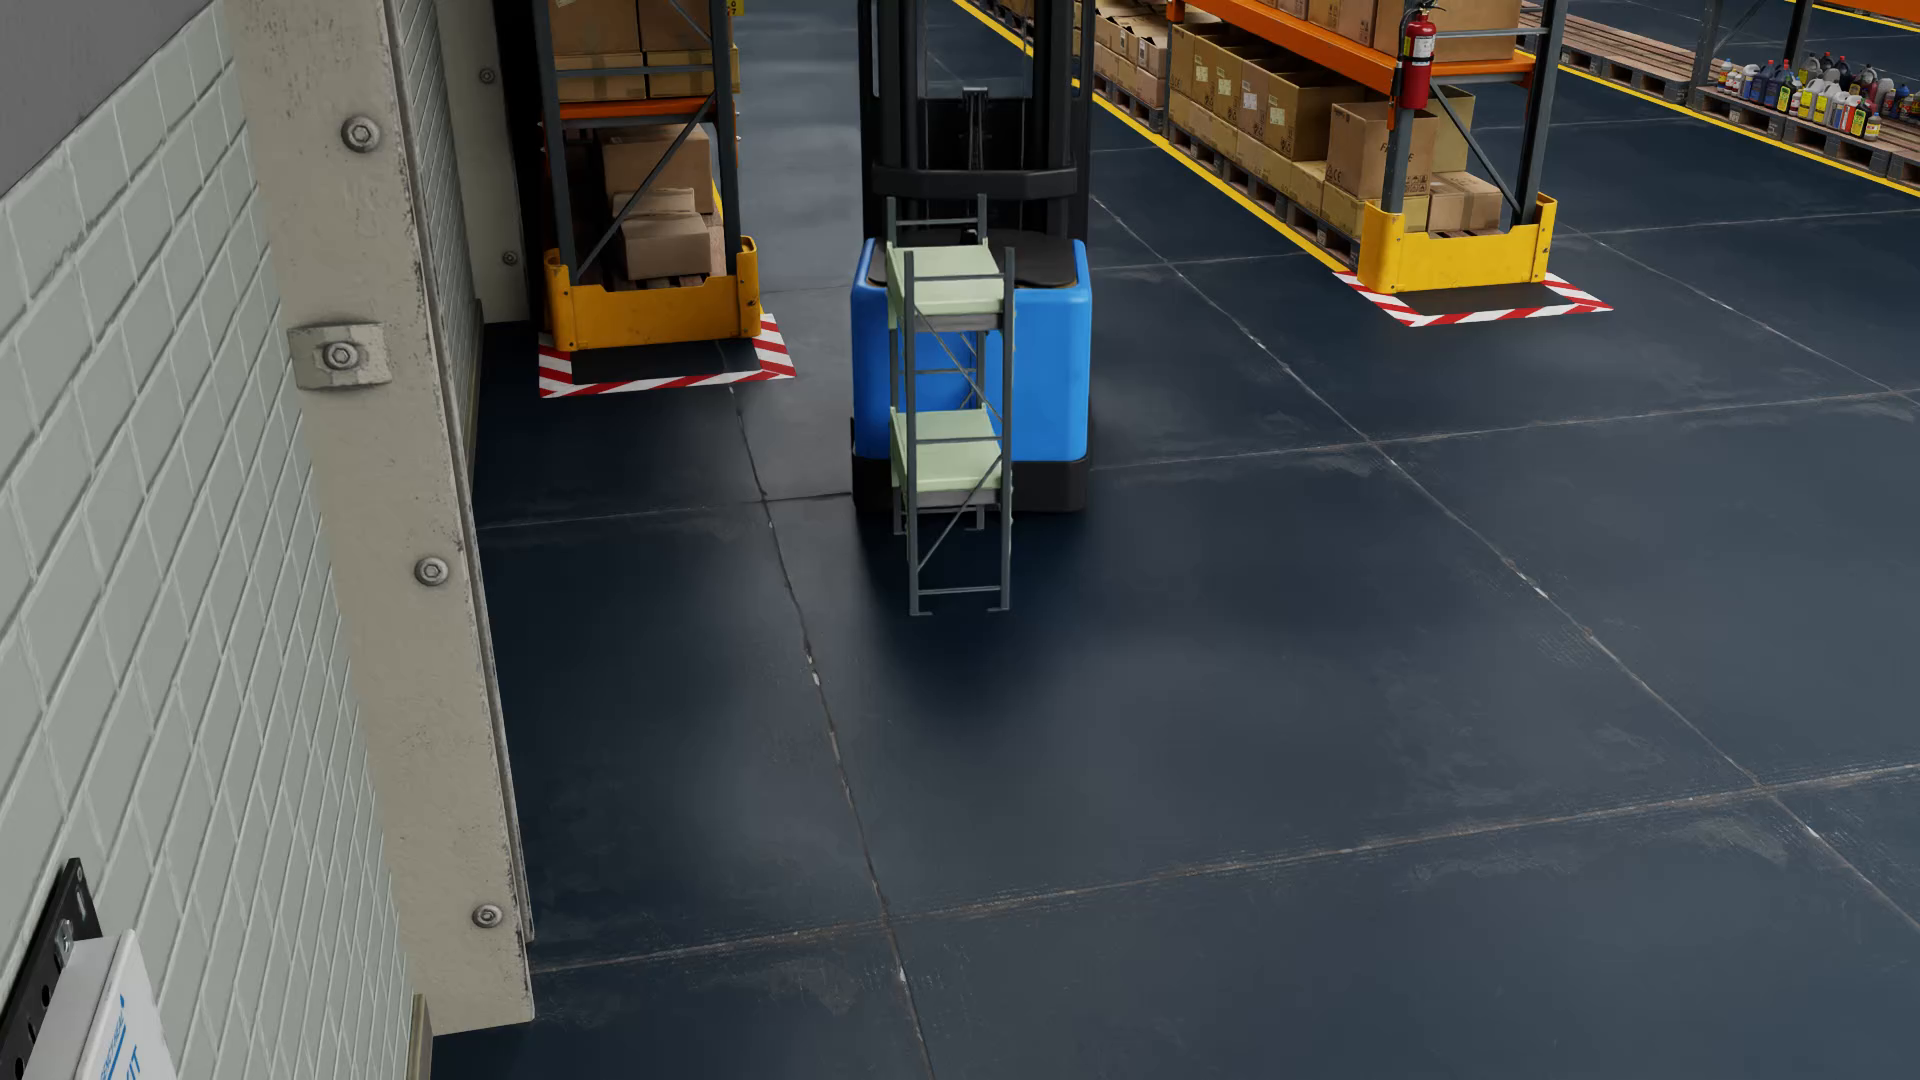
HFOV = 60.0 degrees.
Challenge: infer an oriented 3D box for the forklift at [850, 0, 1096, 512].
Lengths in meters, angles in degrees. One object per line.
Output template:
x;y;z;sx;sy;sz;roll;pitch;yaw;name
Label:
0.081;-2.054;8.066;1.130;2.935;3.031;1;27;1;forklift

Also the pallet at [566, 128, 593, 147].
-2.806;-3.346;13.646;1.003;0.211;1.213;-6;27;-12;pallet

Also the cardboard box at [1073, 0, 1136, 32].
1.366;-5.007;15.804;0.500;0.311;0.500;-7;28;-13;cardboard box

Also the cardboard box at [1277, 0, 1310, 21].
2.653;-3.928;11.593;0.700;0.500;0.500;-5;27;-10;cardboard box

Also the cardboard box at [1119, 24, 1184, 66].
1.702;-4.341;14.485;0.500;0.311;0.500;-5;27;-10;cardboard box

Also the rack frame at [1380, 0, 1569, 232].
3.098;-2.998;9.861;1.000;3.000;0.127;-6;27;-12;rack frame

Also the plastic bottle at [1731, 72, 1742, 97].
6.714;-3.929;14.323;0.097;0.201;0.097;0;27;0;plastic bottle

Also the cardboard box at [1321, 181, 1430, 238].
2.689;-2.164;10.793;0.500;0.250;0.500;-6;27;-12;cardboard box

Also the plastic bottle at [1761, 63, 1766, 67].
6.871;-3.927;14.227;0.061;0.283;0.133;-6;27;-12;plastic bottle

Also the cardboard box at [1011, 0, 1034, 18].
0.855;-5.978;18.050;0.500;0.500;0.500;-5;27;-10;cardboard box

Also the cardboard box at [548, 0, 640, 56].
-2.041;-2.956;9.089;0.500;0.500;0.500;-6;27;-12;cardboard box

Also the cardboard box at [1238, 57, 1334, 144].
2.336;-3.155;11.926;0.500;0.500;0.500;-6;27;-12;cardboard box

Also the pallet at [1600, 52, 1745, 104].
6.808;-4.352;15.637;1.003;0.211;1.213;-6;27;-12;pallet

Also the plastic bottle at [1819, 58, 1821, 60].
7.453;-4.062;14.495;0.061;0.283;0.133;-5;27;-9;plastic bottle

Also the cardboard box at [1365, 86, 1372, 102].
2.954;-2.989;11.595;0.500;0.500;0.500;-6;27;-12;cardboard box

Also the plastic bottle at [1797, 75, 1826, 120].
6.939;-3.603;13.512;0.144;0.351;0.185;-6;27;-12;plastic bottle

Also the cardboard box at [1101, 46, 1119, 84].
1.592;-4.314;15.053;0.500;0.250;0.500;-5;27;-10;cardboard box

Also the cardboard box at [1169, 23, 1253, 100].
1.996;-3.814;13.230;0.500;0.500;0.500;-6;27;-12;cardboard box

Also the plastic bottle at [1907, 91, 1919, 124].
7.720;-3.500;13.395;0.097;0.271;0.097;0;27;0;plastic bottle

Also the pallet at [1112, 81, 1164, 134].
1.992;-3.829;14.602;1.003;0.211;1.213;-6;27;-12;pallet

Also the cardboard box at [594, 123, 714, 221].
-2.041;-2.464;11.089;0.700;0.500;0.500;-8;28;-15;cardboard box

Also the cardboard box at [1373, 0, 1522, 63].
3.005;-3.249;10.247;0.700;0.500;0.500;-6;27;-12;cardboard box

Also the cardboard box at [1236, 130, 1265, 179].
2.339;-2.821;12.095;0.500;0.250;0.500;-6;27;-12;cardboard box

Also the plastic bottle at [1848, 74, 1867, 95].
7.471;-3.738;13.854;0.061;0.283;0.133;-6;27;-12;plastic bottle

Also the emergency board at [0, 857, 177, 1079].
-0.856;1.010;1.921;0.194;1.169;0.643;-6;27;-12;emergency board

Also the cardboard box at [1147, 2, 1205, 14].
1.998;-4.846;15.485;0.500;0.311;0.500;-5;27;-10;cardboard box

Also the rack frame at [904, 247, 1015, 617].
-0.002;-0.377;6.333;0.400;1.500;0.023;-3;27;-6;rack frame

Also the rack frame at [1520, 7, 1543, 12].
6.122;-7.012;17.813;1.000;3.000;0.127;-6;27;-12;rack frame

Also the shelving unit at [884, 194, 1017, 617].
-0.048;-0.541;6.657;0.431;1.500;0.755;-3;27;-6;shelving unit

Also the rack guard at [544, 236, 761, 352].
-1.745;-1.411;9.491;1.175;0.500;0.348;-6;27;-12;rack guard

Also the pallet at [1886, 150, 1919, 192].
7.684;-2.641;12.247;1.003;0.211;1.213;-6;27;-12;pallet

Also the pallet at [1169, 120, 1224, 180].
2.335;-3.156;13.269;1.003;0.211;1.213;-6;27;-12;pallet

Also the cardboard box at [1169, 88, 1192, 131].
2.005;-3.480;13.401;0.500;0.250;0.500;-6;27;-12;cardboard box

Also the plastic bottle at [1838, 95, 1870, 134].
7.053;-3.355;13.103;0.152;0.276;0.135;-6;27;-11;plastic bottle

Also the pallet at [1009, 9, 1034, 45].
1.163;-5.597;18.105;1.003;0.211;1.213;-6;27;-12;pallet

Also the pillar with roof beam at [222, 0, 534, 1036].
2.818;-3.194;3.592;9.100;9.000;0.400;-6;27;-12;pillar with roof beam

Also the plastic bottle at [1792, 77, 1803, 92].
6.913;-3.694;13.779;0.097;0.271;0.097;0;27;0;plastic bottle

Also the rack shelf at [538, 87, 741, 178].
-2.178;-3.050;10.763;1.077;0.370;4.000;-6;27;-12;rack shelf

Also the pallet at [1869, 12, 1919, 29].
11.122;-5.927;18.758;1.003;0.211;1.213;-6;27;-12;pallet

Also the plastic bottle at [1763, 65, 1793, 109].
6.843;-3.790;13.882;0.144;0.351;0.185;-7;28;-14;plastic bottle

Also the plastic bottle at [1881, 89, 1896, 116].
7.651;-3.602;13.676;0.097;0.201;0.097;0;27;0;plastic bottle

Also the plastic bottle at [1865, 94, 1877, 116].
7.157;-3.370;13.123;0.061;0.283;0.133;-6;27;-12;plastic bottle

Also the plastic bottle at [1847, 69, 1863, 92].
7.570;-3.834;14.044;0.061;0.283;0.133;-4;27;-8;plastic bottle
